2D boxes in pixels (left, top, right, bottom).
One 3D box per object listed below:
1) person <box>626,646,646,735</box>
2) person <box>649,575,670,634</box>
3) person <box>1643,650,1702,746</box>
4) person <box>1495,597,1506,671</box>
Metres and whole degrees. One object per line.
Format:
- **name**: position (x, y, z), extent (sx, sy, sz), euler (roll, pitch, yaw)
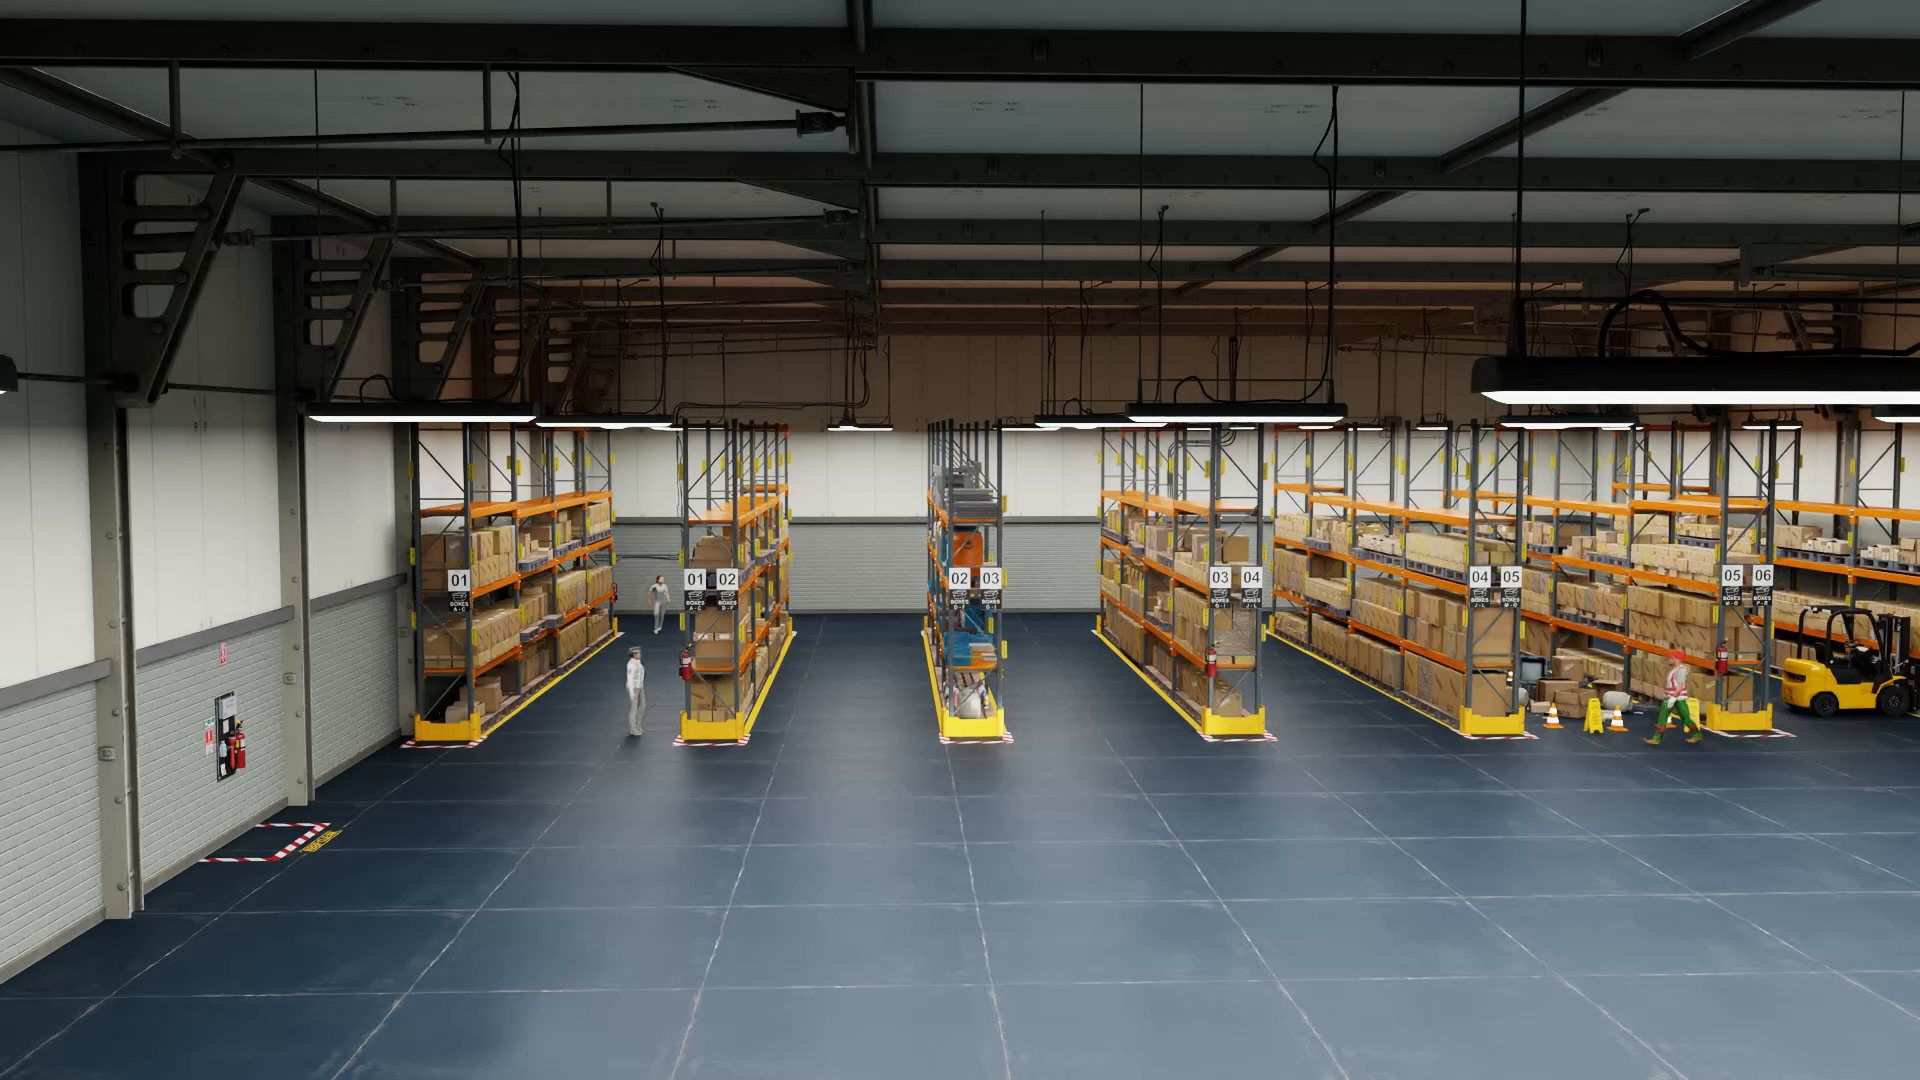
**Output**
- **person**: position (-6.190, 2.892, 31.738), extent (0.350, 1.753, 0.573), euler (1, 4, 10)
- **person**: position (-8.692, 1.863, 48.032), extent (0.594, 1.669, 0.853), euler (-1, 4, -13)
- **person**: position (13.088, 2.900, 30.421), extent (1.064, 1.752, 0.490), euler (-1, 4, -20)
- **person**: position (12.968, 2.274, 39.937), extent (0.629, 1.824, 0.596), euler (-1, 4, -17)
